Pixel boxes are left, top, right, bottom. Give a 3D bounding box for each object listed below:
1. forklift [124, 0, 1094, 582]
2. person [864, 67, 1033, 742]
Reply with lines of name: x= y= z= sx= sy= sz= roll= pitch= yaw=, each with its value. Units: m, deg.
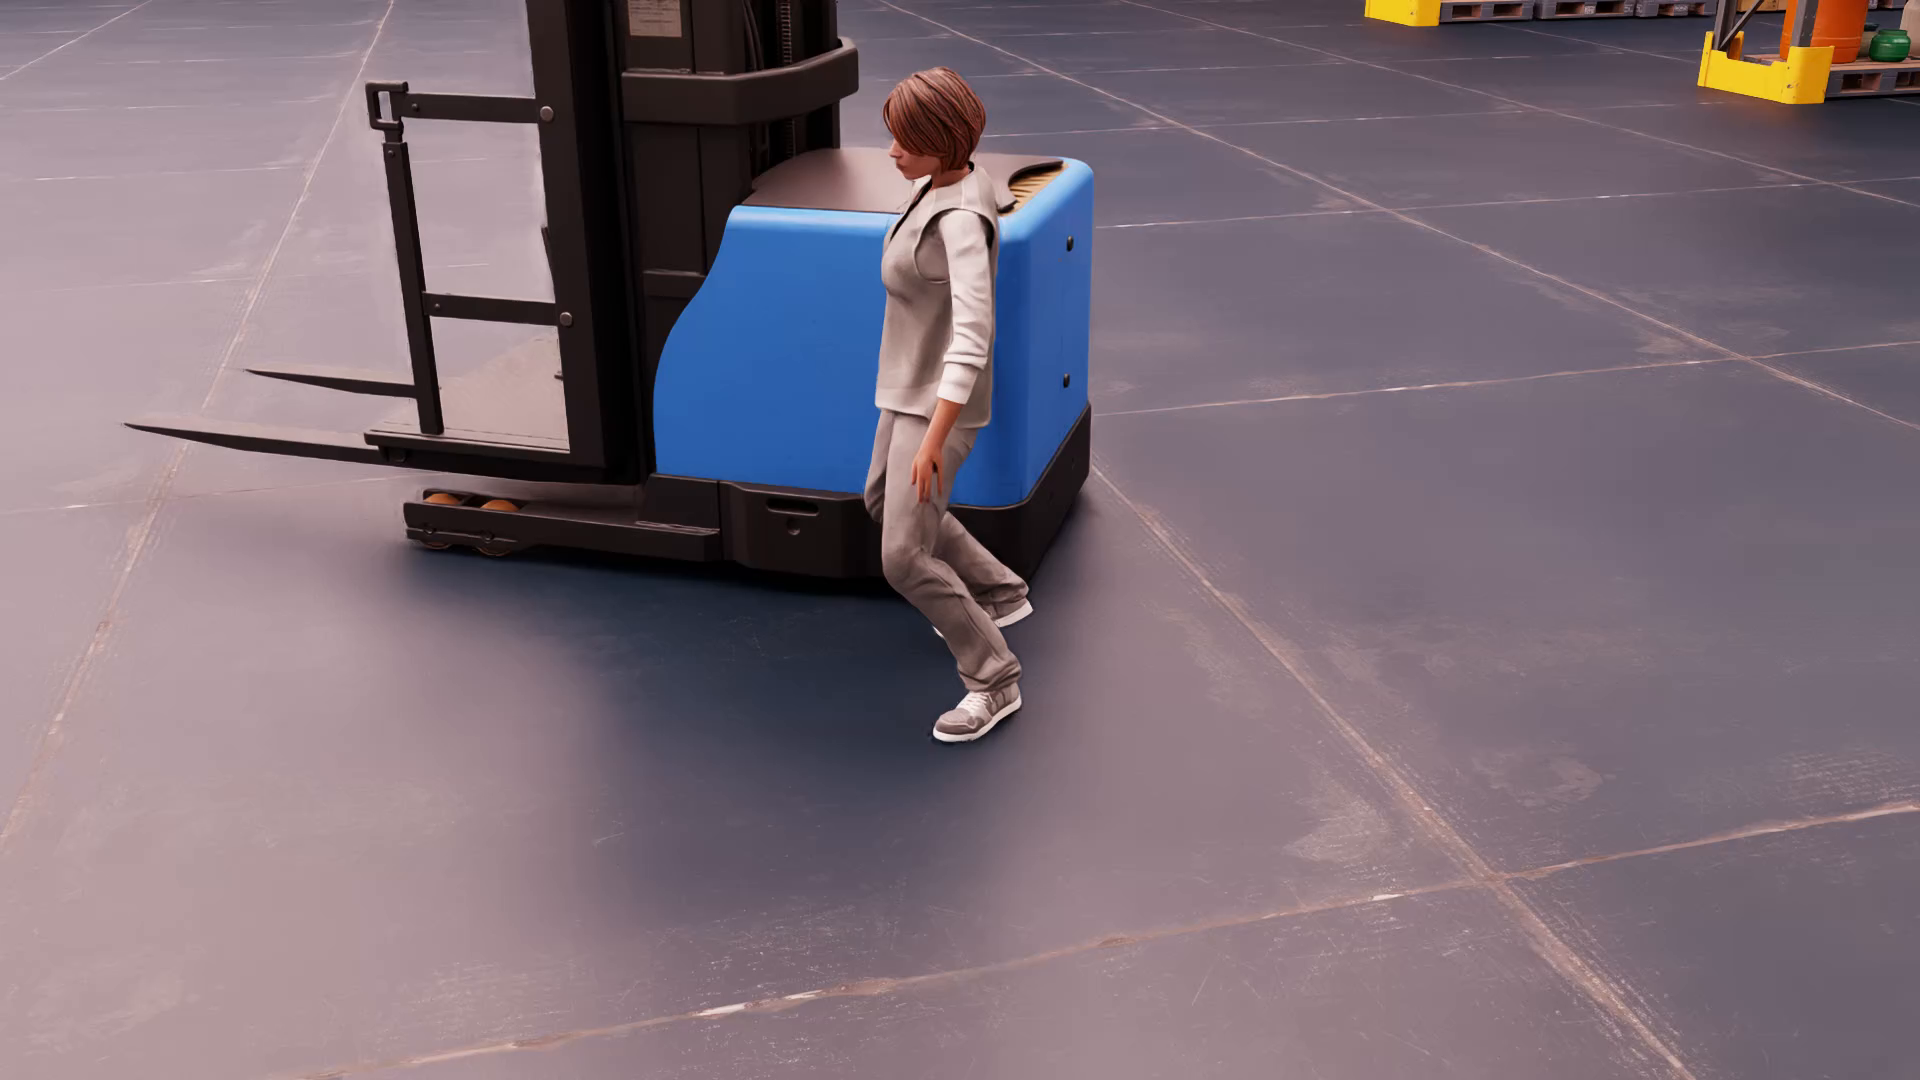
forklift: x=-1.158 y=-1.490 z=4.812 sx=3.031 sy=2.935 sz=1.130 roll=6 pitch=24 yaw=14
person: x=-0.023 y=-0.342 z=3.951 sx=0.434 sy=1.508 sz=0.740 roll=-1 pitch=23 yaw=-1
